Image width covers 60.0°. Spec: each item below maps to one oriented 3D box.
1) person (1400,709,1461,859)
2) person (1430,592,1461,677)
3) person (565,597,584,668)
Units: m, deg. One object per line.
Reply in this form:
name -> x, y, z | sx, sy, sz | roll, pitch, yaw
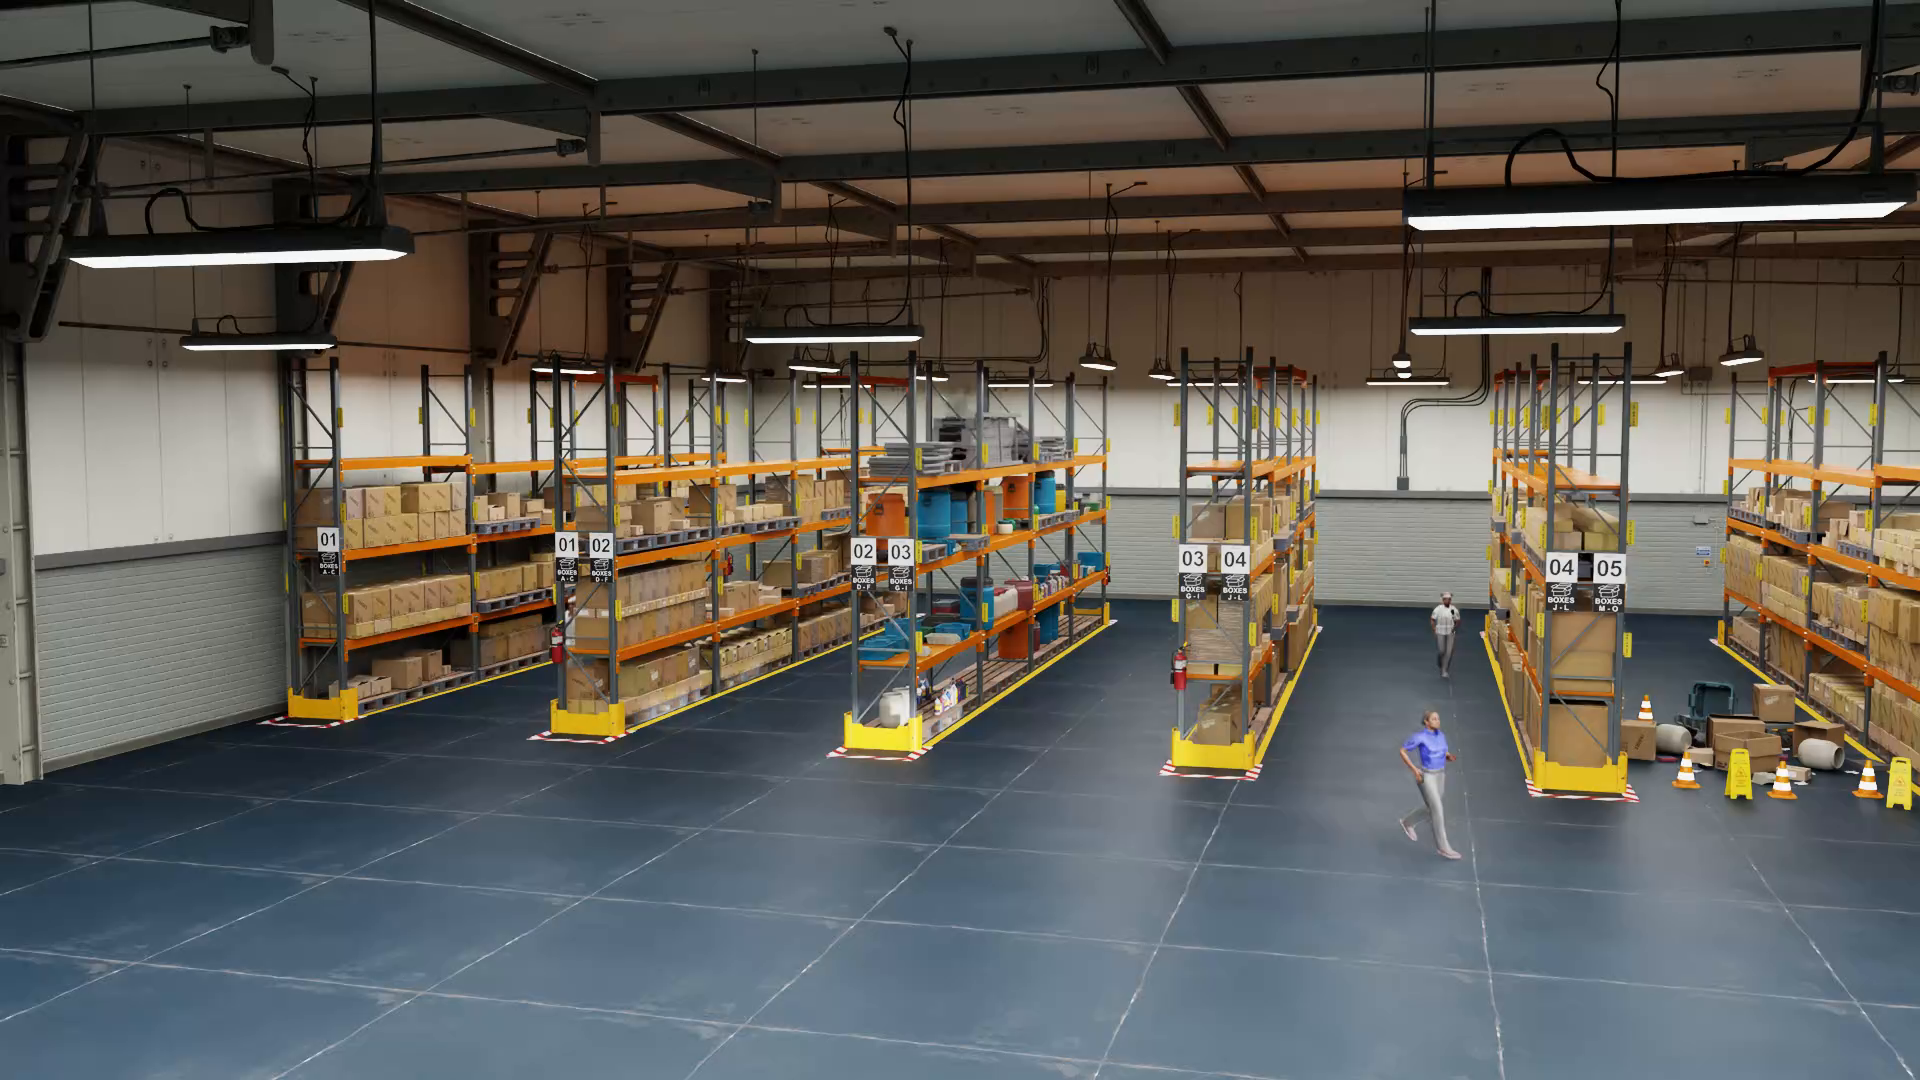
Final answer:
person -> 5.396, 2.756, 19.104 | 0.578, 1.639, 0.941 | -3, 5, -36
person -> 9.404, 1.819, 32.196 | 0.575, 1.657, 0.559 | 1, 4, 11
person -> -6.950, 1.913, 29.984 | 0.688, 1.783, 0.837 | 1, 4, 9
